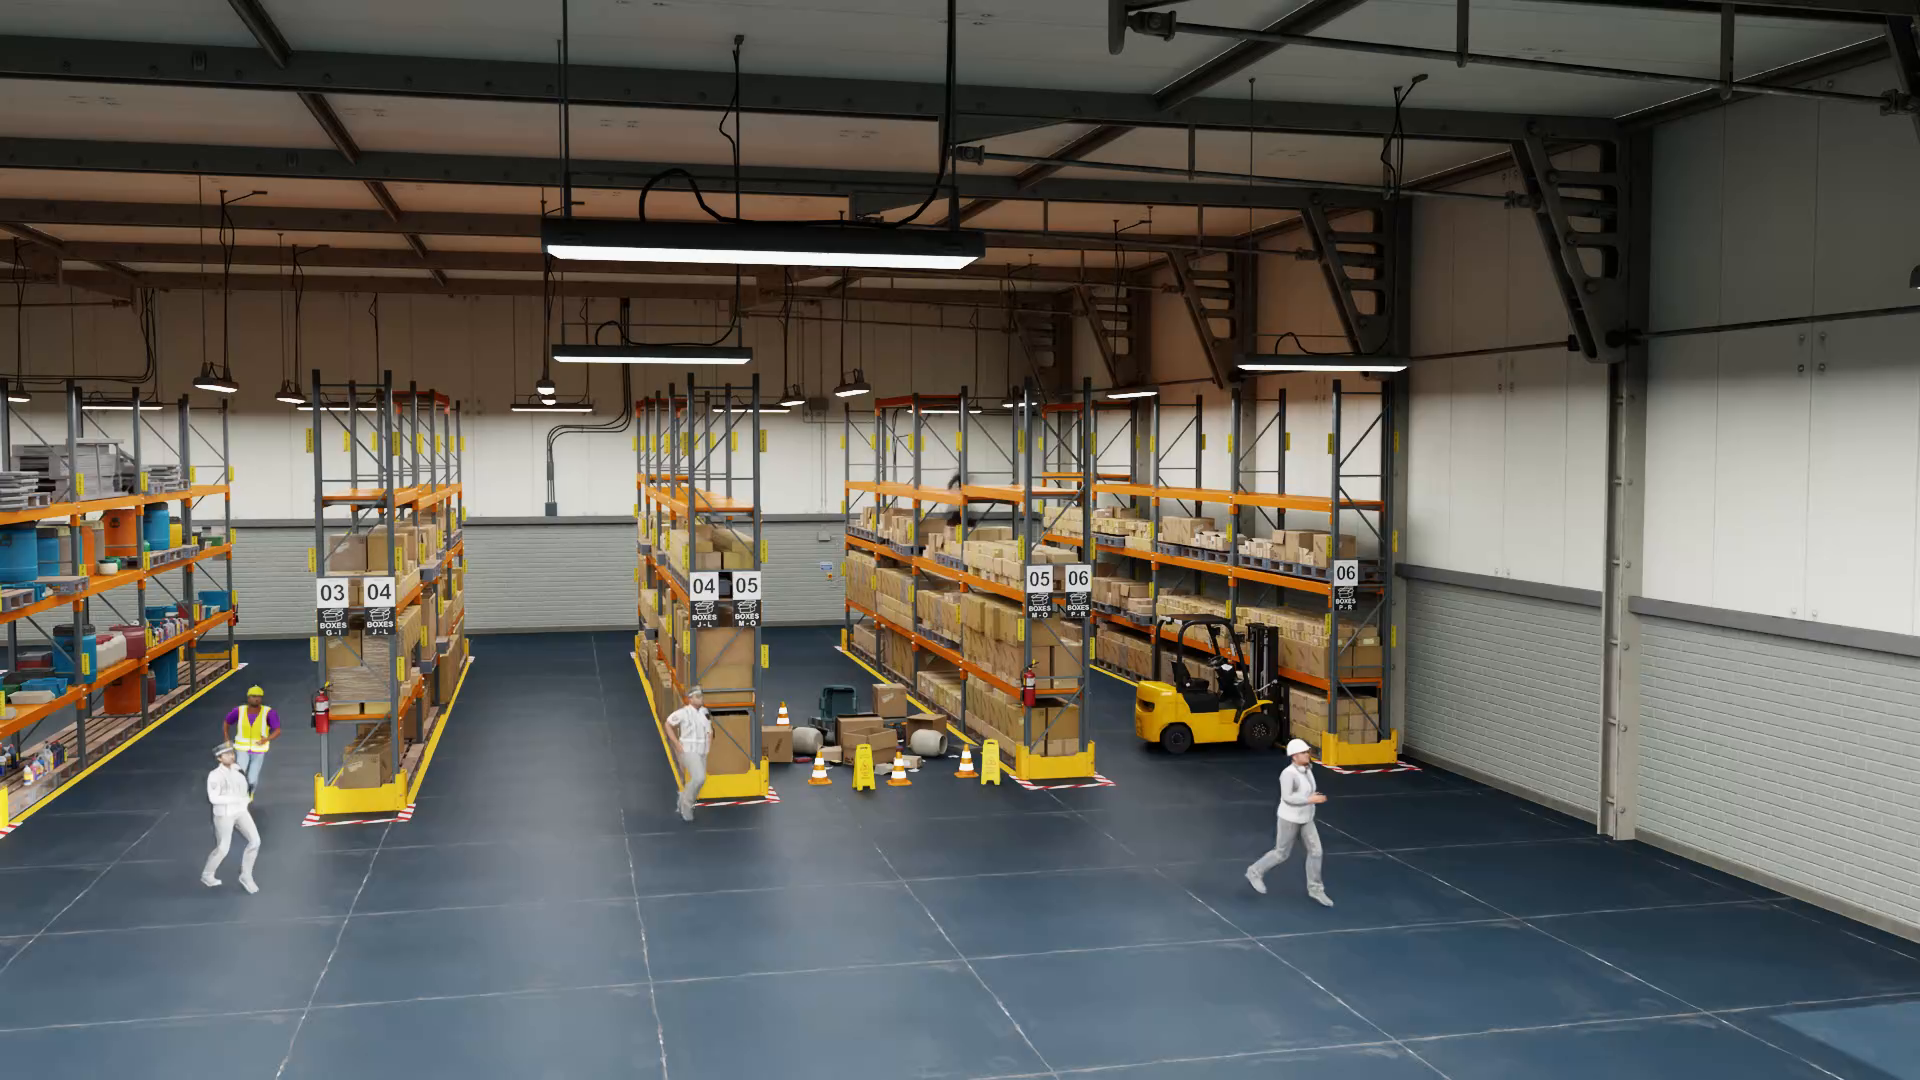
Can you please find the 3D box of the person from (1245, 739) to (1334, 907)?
[{"bbox_3d":[3.633,3.063,18.200,0.954,1.806,0.665,3,4,40],"label":"person"}]

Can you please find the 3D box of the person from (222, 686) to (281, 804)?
[{"bbox_3d":[-9.569,2.851,22.474,0.738,1.764,0.877,-1,3,-19],"label":"person"}]

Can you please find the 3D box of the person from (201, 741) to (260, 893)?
[{"bbox_3d":[-8.174,3.102,18.632,0.733,1.728,0.618,1,4,24],"label":"person"}]

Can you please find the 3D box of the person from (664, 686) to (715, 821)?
[{"bbox_3d":[-3.555,2.857,22.312,0.592,1.811,0.659,2,4,30],"label":"person"}]
